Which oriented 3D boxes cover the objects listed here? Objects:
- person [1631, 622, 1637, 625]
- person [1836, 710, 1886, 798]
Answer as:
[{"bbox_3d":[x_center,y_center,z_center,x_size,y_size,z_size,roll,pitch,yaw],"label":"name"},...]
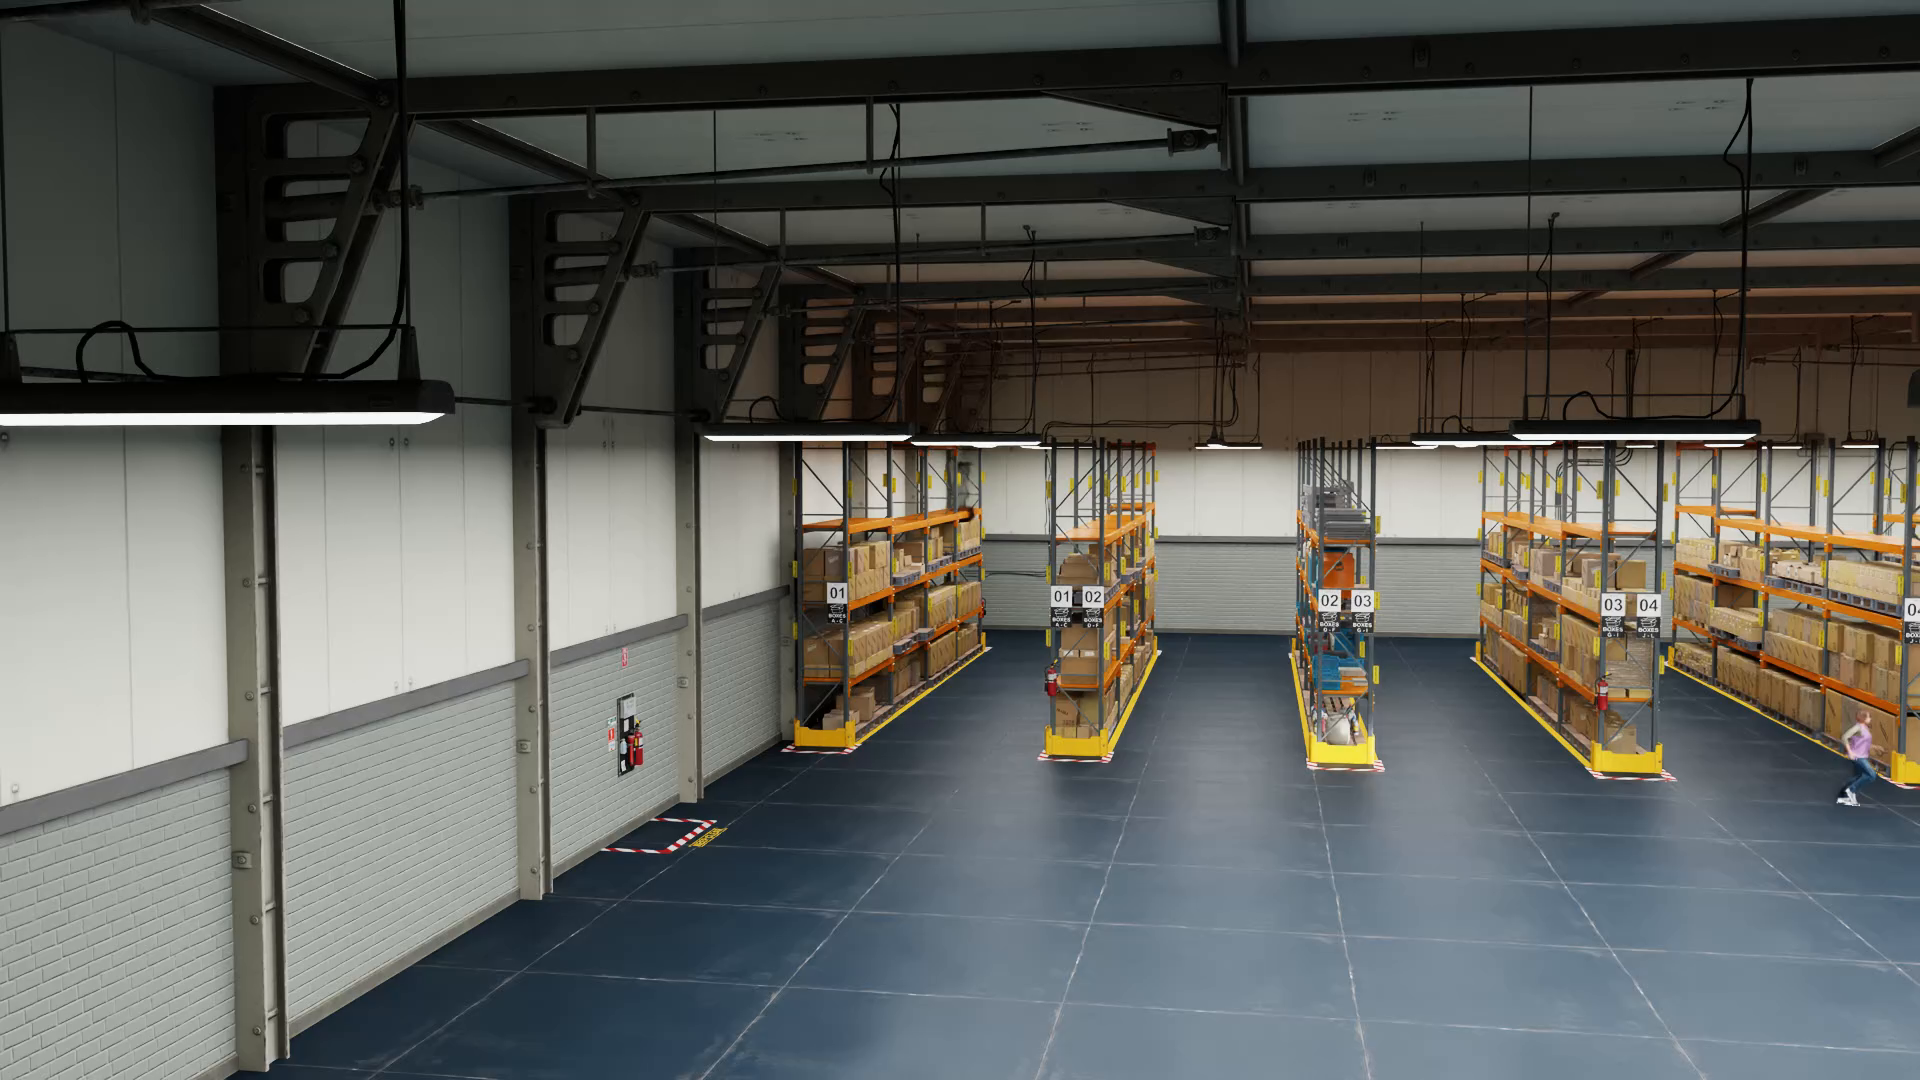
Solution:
[{"bbox_3d":[17.453,2.701,42.693,0.693,1.533,0.557,1,3,18],"label":"person"},{"bbox_3d":[14.511,3.465,26.781,0.689,1.471,0.510,3,4,42],"label":"person"}]
